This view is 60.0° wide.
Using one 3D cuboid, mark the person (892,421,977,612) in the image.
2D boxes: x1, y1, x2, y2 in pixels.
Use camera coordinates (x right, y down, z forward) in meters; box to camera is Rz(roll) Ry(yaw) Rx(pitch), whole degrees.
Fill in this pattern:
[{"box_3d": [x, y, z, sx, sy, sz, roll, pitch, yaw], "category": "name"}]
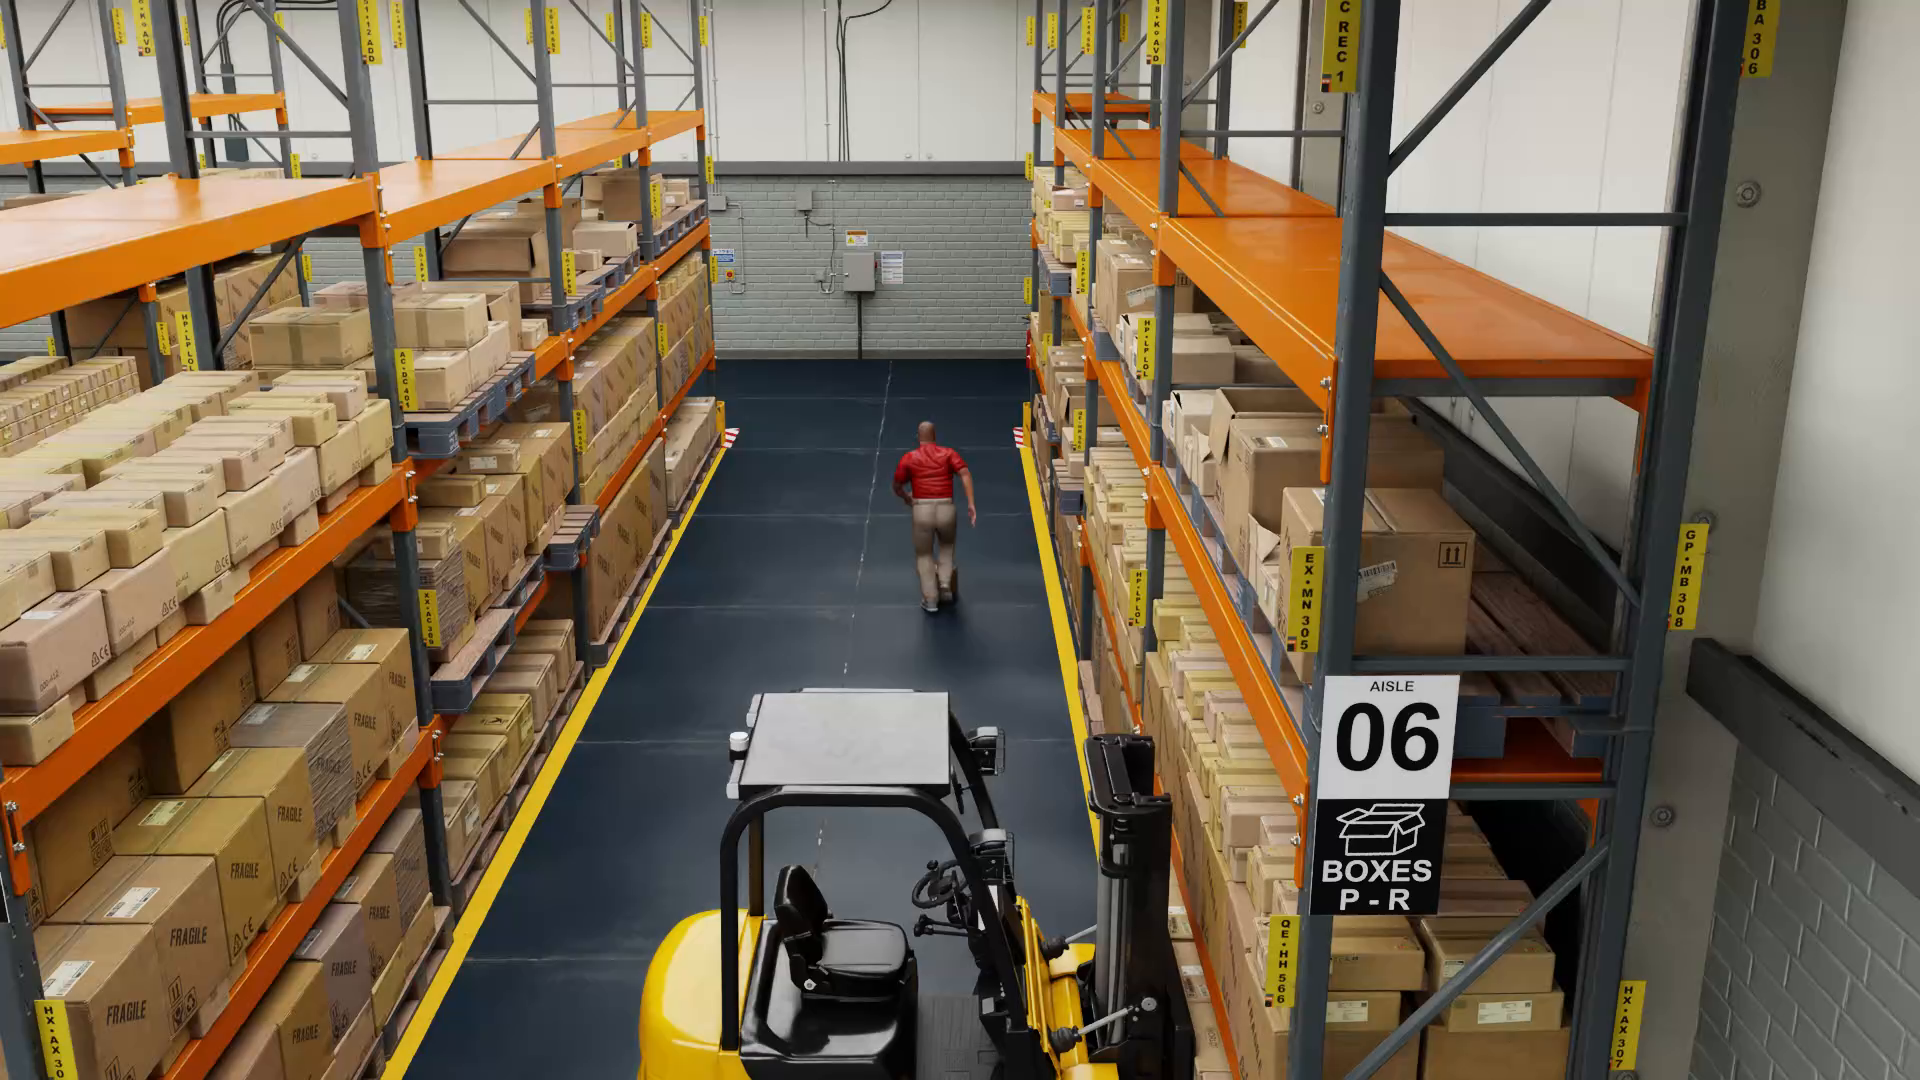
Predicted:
[{"box_3d": [-0.247, -0.229, 15.028, 0.714, 1.688, 0.745, -3, 17, -8], "category": "person"}]
